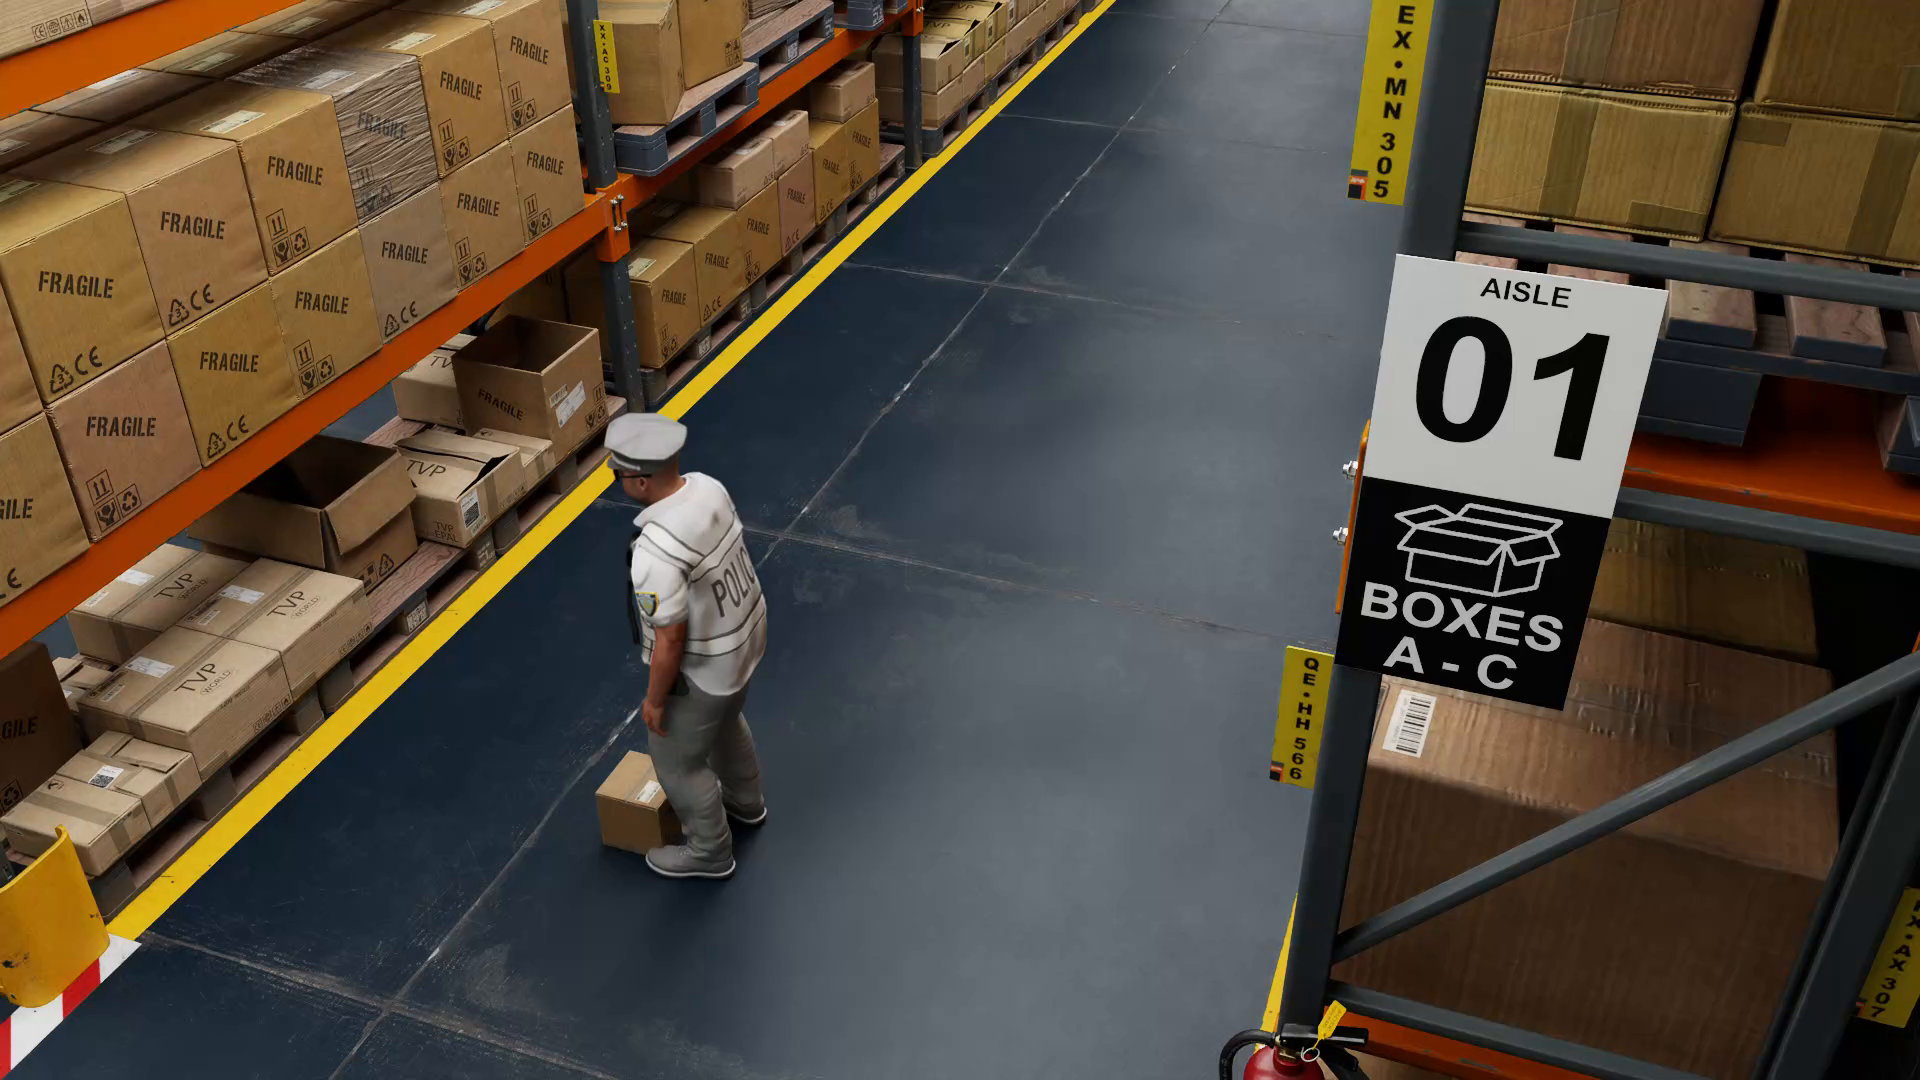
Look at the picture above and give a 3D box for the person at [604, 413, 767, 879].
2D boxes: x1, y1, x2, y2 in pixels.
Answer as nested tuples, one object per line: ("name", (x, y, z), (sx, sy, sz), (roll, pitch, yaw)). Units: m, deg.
("person", (-0.876, 0.382, 5.545), (0.436, 1.748, 0.606), (9, 34, 14))
